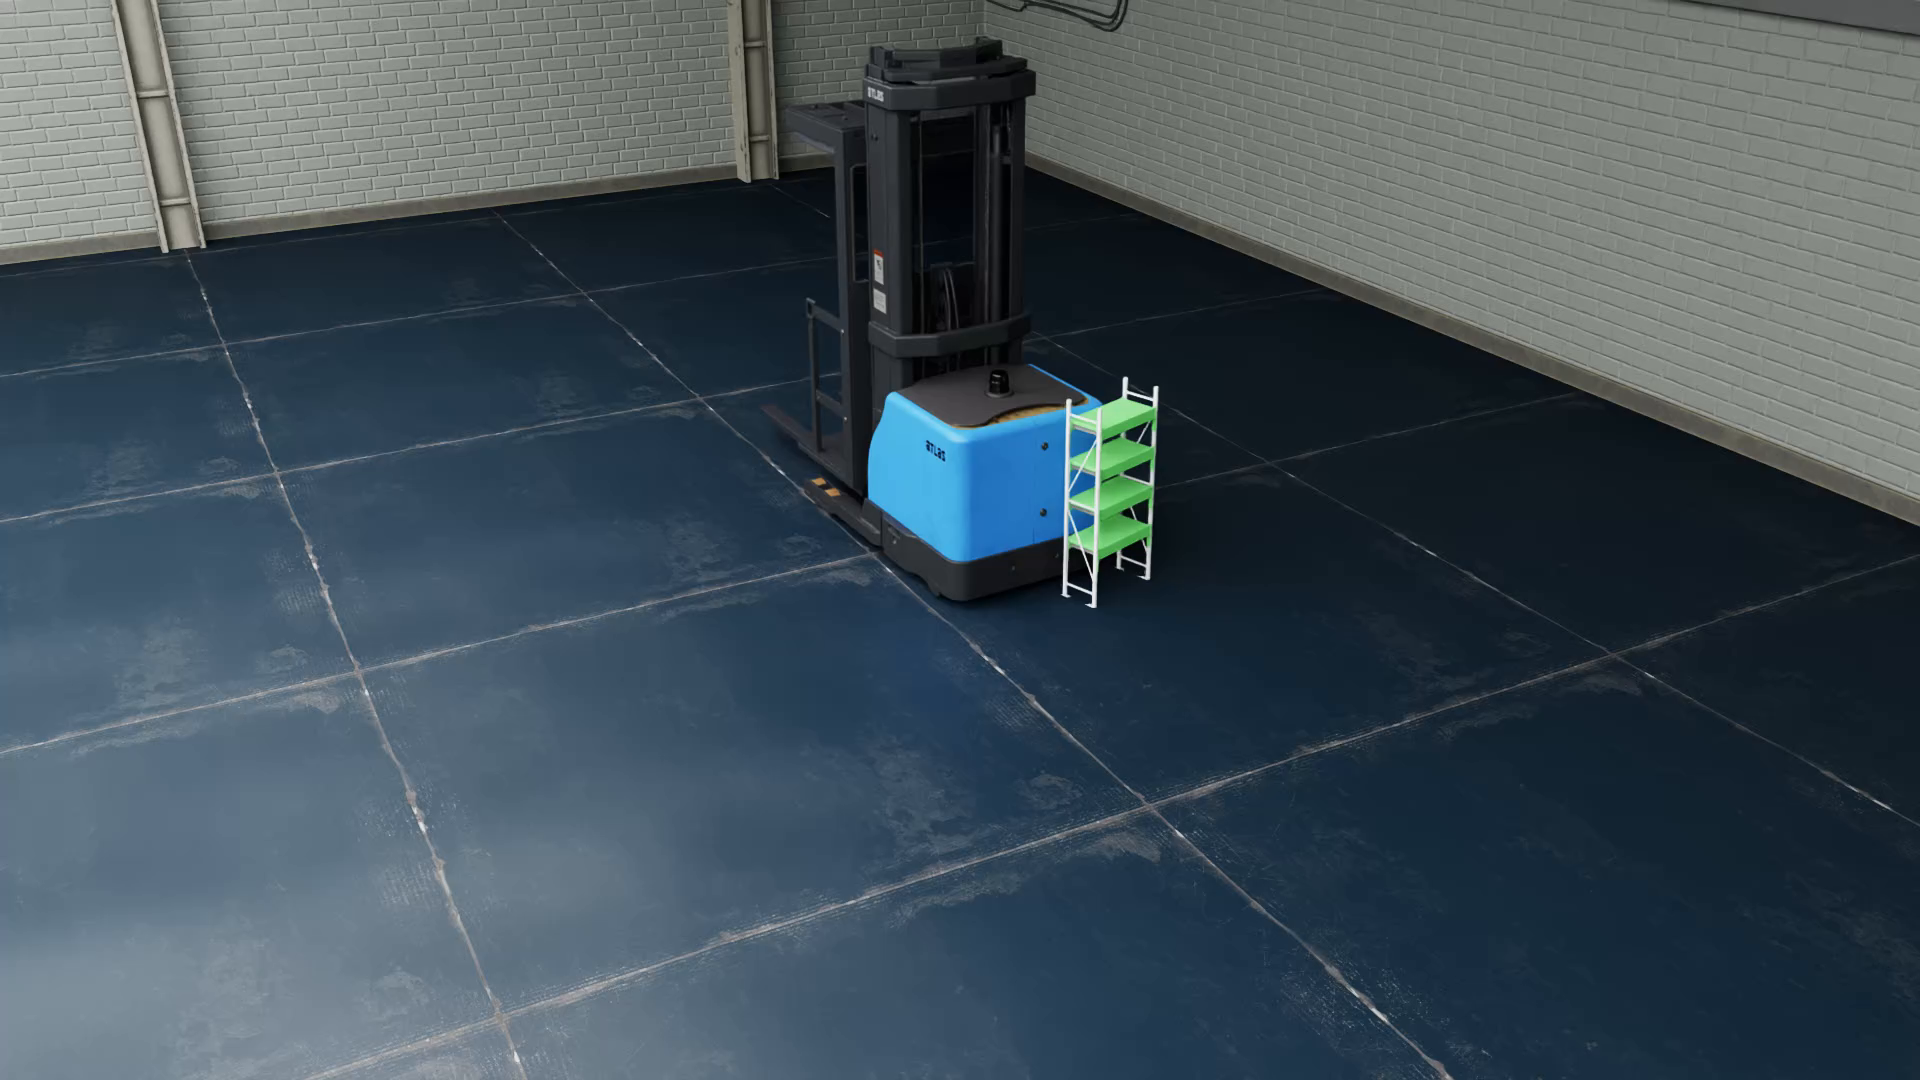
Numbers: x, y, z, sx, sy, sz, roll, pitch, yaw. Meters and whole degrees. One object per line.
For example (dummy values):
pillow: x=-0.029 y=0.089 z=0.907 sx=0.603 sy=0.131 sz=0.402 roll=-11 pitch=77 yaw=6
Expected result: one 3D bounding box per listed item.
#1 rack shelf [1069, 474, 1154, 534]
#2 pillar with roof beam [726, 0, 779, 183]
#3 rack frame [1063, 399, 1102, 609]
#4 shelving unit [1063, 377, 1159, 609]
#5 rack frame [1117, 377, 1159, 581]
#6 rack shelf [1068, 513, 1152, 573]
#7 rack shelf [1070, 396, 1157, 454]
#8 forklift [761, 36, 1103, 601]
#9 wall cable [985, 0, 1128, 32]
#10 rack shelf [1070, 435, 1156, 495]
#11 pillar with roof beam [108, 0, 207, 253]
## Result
rack shelf: x=0.849 y=-0.208 z=9.442 sx=0.258 sy=0.148 sz=0.480 roll=22 pitch=33 yaw=39
pillar with roof beam: x=-0.253 y=-6.498 z=13.387 sx=0.400 sy=9.000 sz=9.100 roll=-13 pitch=29 yaw=-25
rack frame: x=0.679 y=-0.190 z=9.257 sx=0.240 sy=1.200 sz=0.015 roll=22 pitch=33 yaw=39
shelving unit: x=0.849 y=-0.266 z=9.414 sx=0.258 sy=1.200 sz=0.503 roll=22 pitch=33 yaw=39
rack frame: x=1.019 y=-0.342 z=9.572 sx=0.240 sy=1.200 sz=0.015 roll=22 pitch=33 yaw=39
rack shelf: x=0.851 y=0.009 z=9.544 sx=0.258 sy=0.148 sz=0.480 roll=22 pitch=33 yaw=39
rack shelf: x=0.845 y=-0.643 z=9.237 sx=0.258 sy=0.148 sz=0.480 roll=22 pitch=33 yaw=39
forklift: x=-0.346 y=-1.575 z=10.143 sx=1.130 sy=2.935 sz=3.031 roll=-14 pitch=29 yaw=-27
wall cable: x=0.943 y=-6.837 z=17.681 sx=0.112 sy=2.526 sz=3.097 roll=-13 pitch=29 yaw=-25
rack shelf: x=0.847 y=-0.425 z=9.340 sx=0.258 sy=0.148 sz=0.480 roll=22 pitch=33 yaw=39
pillar with roof beam: x=-5.547 y=-5.276 z=10.842 sx=0.400 sy=9.000 sz=9.100 roll=-13 pitch=29 yaw=-25
